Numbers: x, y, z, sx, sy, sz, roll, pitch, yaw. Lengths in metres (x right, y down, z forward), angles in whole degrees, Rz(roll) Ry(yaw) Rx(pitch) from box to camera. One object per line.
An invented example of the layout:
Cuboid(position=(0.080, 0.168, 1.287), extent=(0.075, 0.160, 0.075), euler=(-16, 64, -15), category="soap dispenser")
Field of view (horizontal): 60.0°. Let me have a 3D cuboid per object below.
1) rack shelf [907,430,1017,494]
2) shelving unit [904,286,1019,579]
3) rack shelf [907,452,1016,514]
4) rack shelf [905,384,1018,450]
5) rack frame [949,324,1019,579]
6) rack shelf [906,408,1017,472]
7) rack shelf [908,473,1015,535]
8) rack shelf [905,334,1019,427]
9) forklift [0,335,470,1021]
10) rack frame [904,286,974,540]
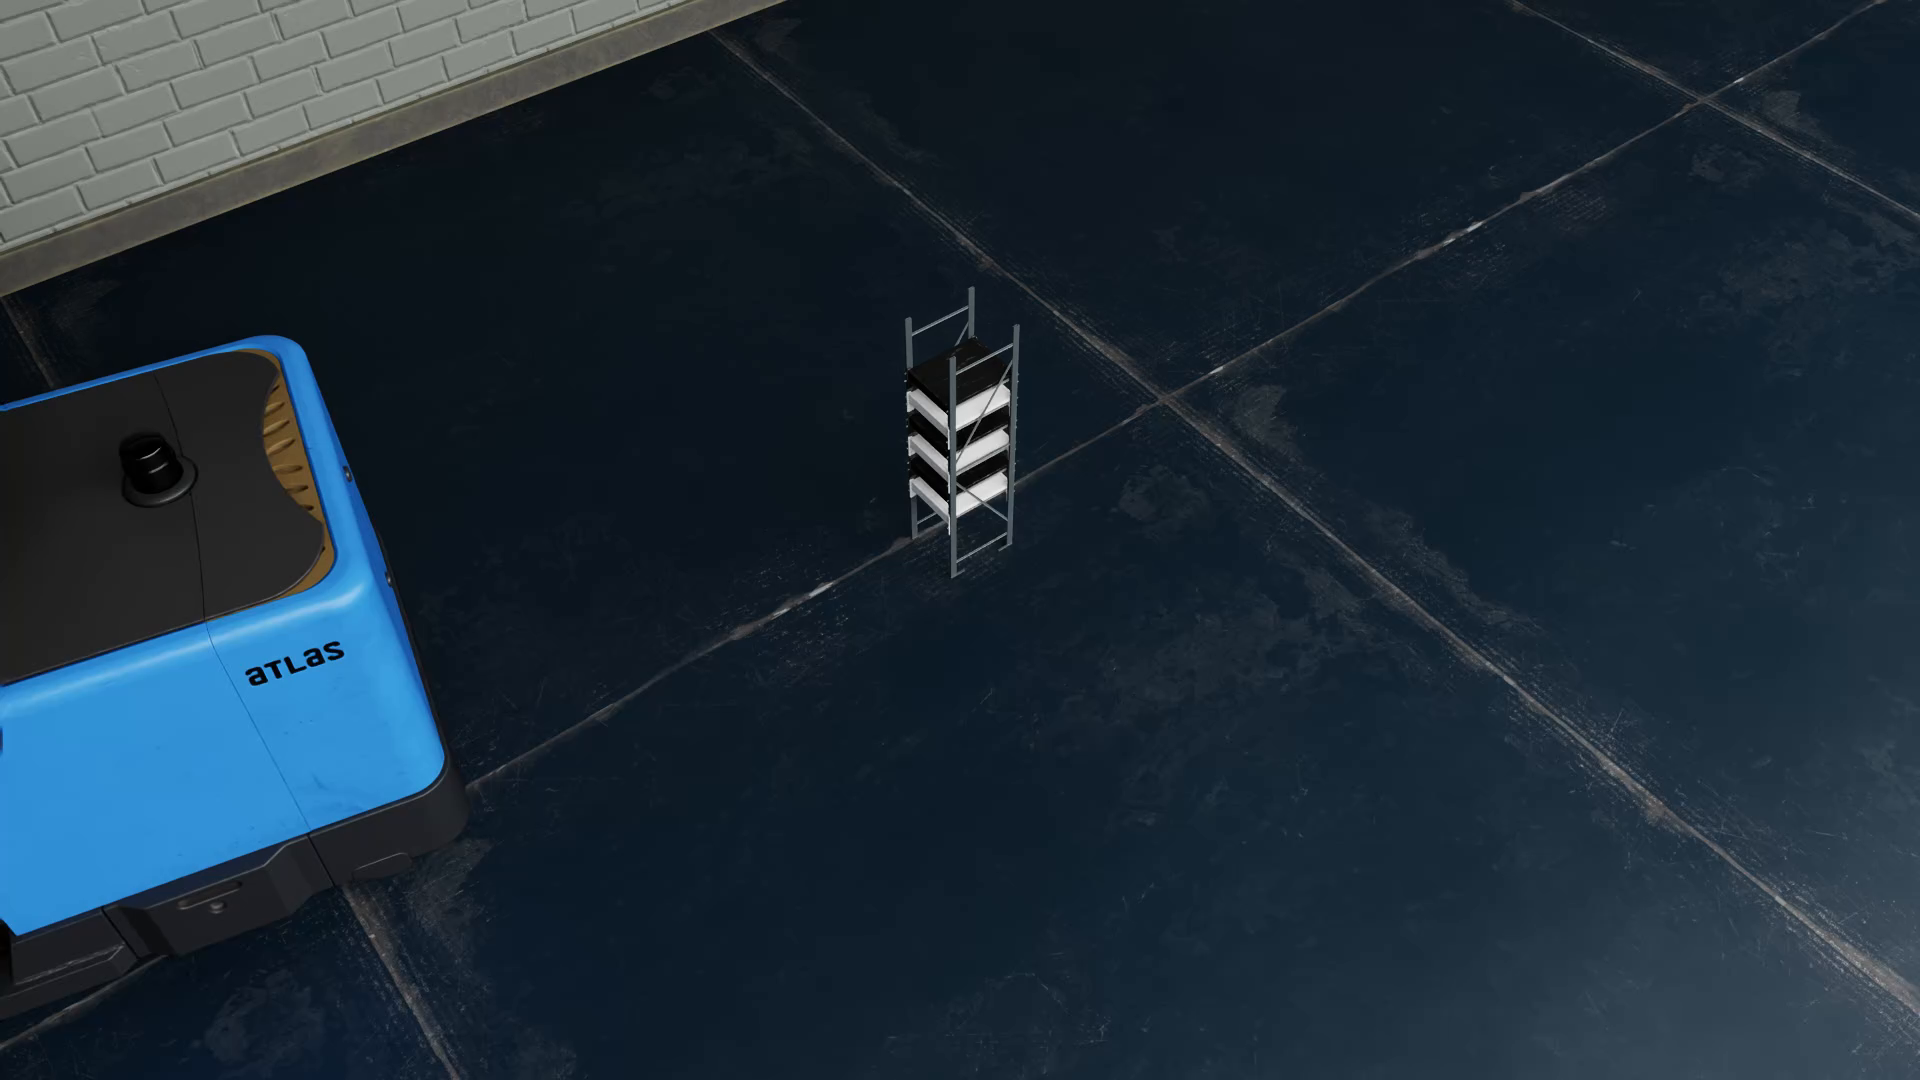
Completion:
Cuboid(position=(0.005, -0.275, 4.937), extent=(0.258, 0.077, 0.200), euler=(-29, 54, -24), category="rack shelf")
Cuboid(position=(0.005, -0.297, 4.912), extent=(0.258, 0.900, 0.210), euler=(-29, 54, -24), category="shelving unit")
Cuboid(position=(0.005, -0.215, 5.004), extent=(0.258, 0.077, 0.200), euler=(-29, 54, -24), category="rack shelf")
Cuboid(position=(0.005, -0.396, 4.804), extent=(0.258, 0.077, 0.200), euler=(-29, 54, -24), category="rack shelf")
Cuboid(position=(0.066, -0.237, 4.858), extent=(0.240, 0.900, 0.006), euler=(-29, 54, -24), category="rack frame")
Cuboid(position=(0.005, -0.336, 4.870), extent=(0.258, 0.077, 0.200), euler=(-29, 54, -24), category="rack shelf")
Cuboid(position=(0.005, -0.154, 5.070), extent=(0.258, 0.077, 0.200), euler=(-29, 54, -24), category="rack shelf")
Cuboid(position=(0.005, -0.456, 4.737), extent=(0.258, 0.077, 0.200), euler=(-29, 54, -24), category="rack shelf")
Cuboid(position=(-2.880, -0.029, 3.298), extent=(3.031, 2.935, 1.130), euler=(-19, 51, -17), category="forklift")
Cuboid(position=(-0.057, -0.357, 4.967), extent=(0.240, 0.900, 0.006), euler=(-29, 54, -24), category="rack frame")
